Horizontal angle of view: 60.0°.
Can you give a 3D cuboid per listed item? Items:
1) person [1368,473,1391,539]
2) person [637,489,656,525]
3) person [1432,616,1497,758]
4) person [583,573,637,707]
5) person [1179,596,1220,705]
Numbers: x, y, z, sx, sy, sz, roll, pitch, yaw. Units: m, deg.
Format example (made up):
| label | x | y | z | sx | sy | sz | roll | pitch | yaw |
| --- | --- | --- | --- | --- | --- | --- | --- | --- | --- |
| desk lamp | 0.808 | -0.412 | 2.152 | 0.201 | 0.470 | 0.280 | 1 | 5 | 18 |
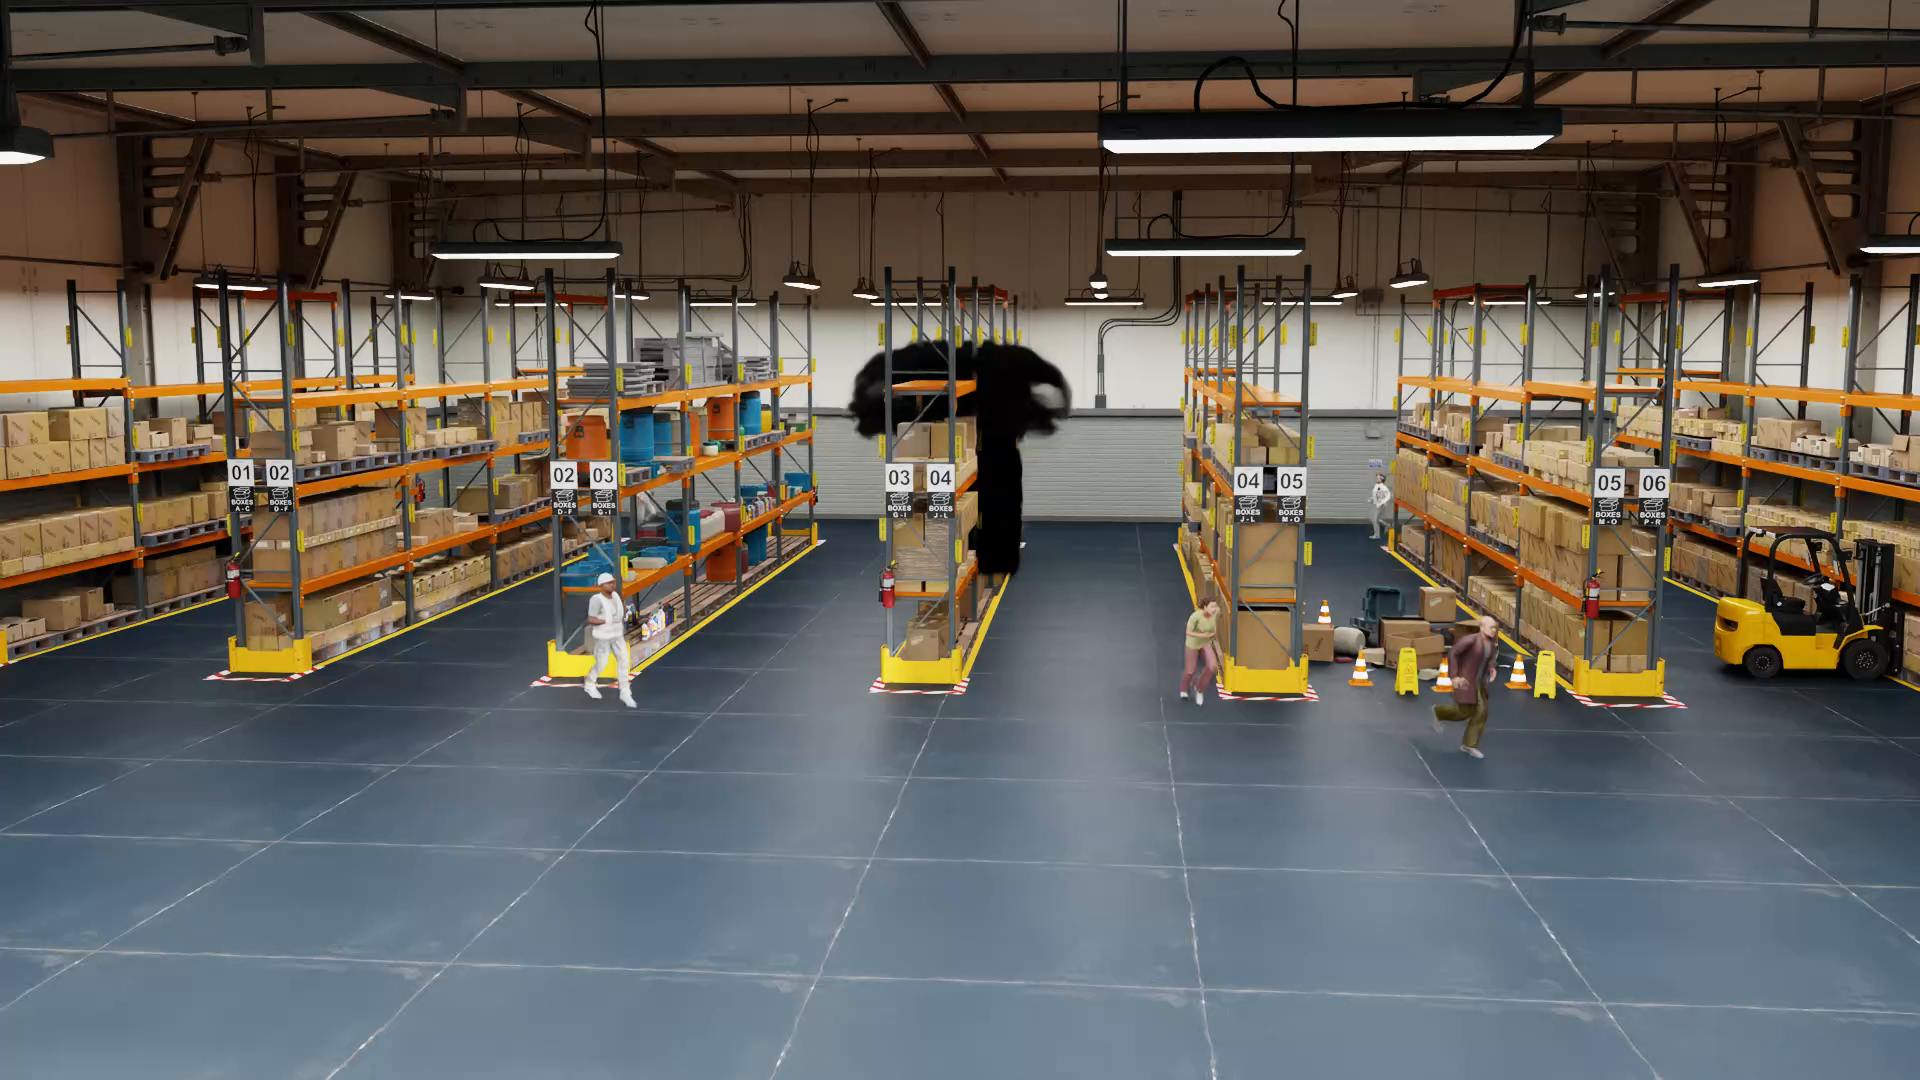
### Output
| label | x | y | z | sx | sy | sz | roll | pitch | yaw |
| --- | --- | --- | --- | --- | --- | --- | --- | --- | --- |
| person | 10.497 | -0.853 | 41.461 | 0.611 | 1.655 | 0.609 | -2 | 7 | -15 |
| person | -7.994 | -0.970 | 42.060 | 0.685 | 1.749 | 0.596 | -6 | 9 | -41 |
| person | 6.121 | 1.734 | 20.184 | 0.712 | 1.727 | 0.882 | -5 | 9 | -36 |
| person | -4.828 | 1.357 | 22.719 | 0.877 | 1.835 | 0.666 | 5 | 9 | 36 |
| person | 3.287 | 1.486 | 22.759 | 0.611 | 1.547 | 0.912 | -3 | 8 | -23 |
